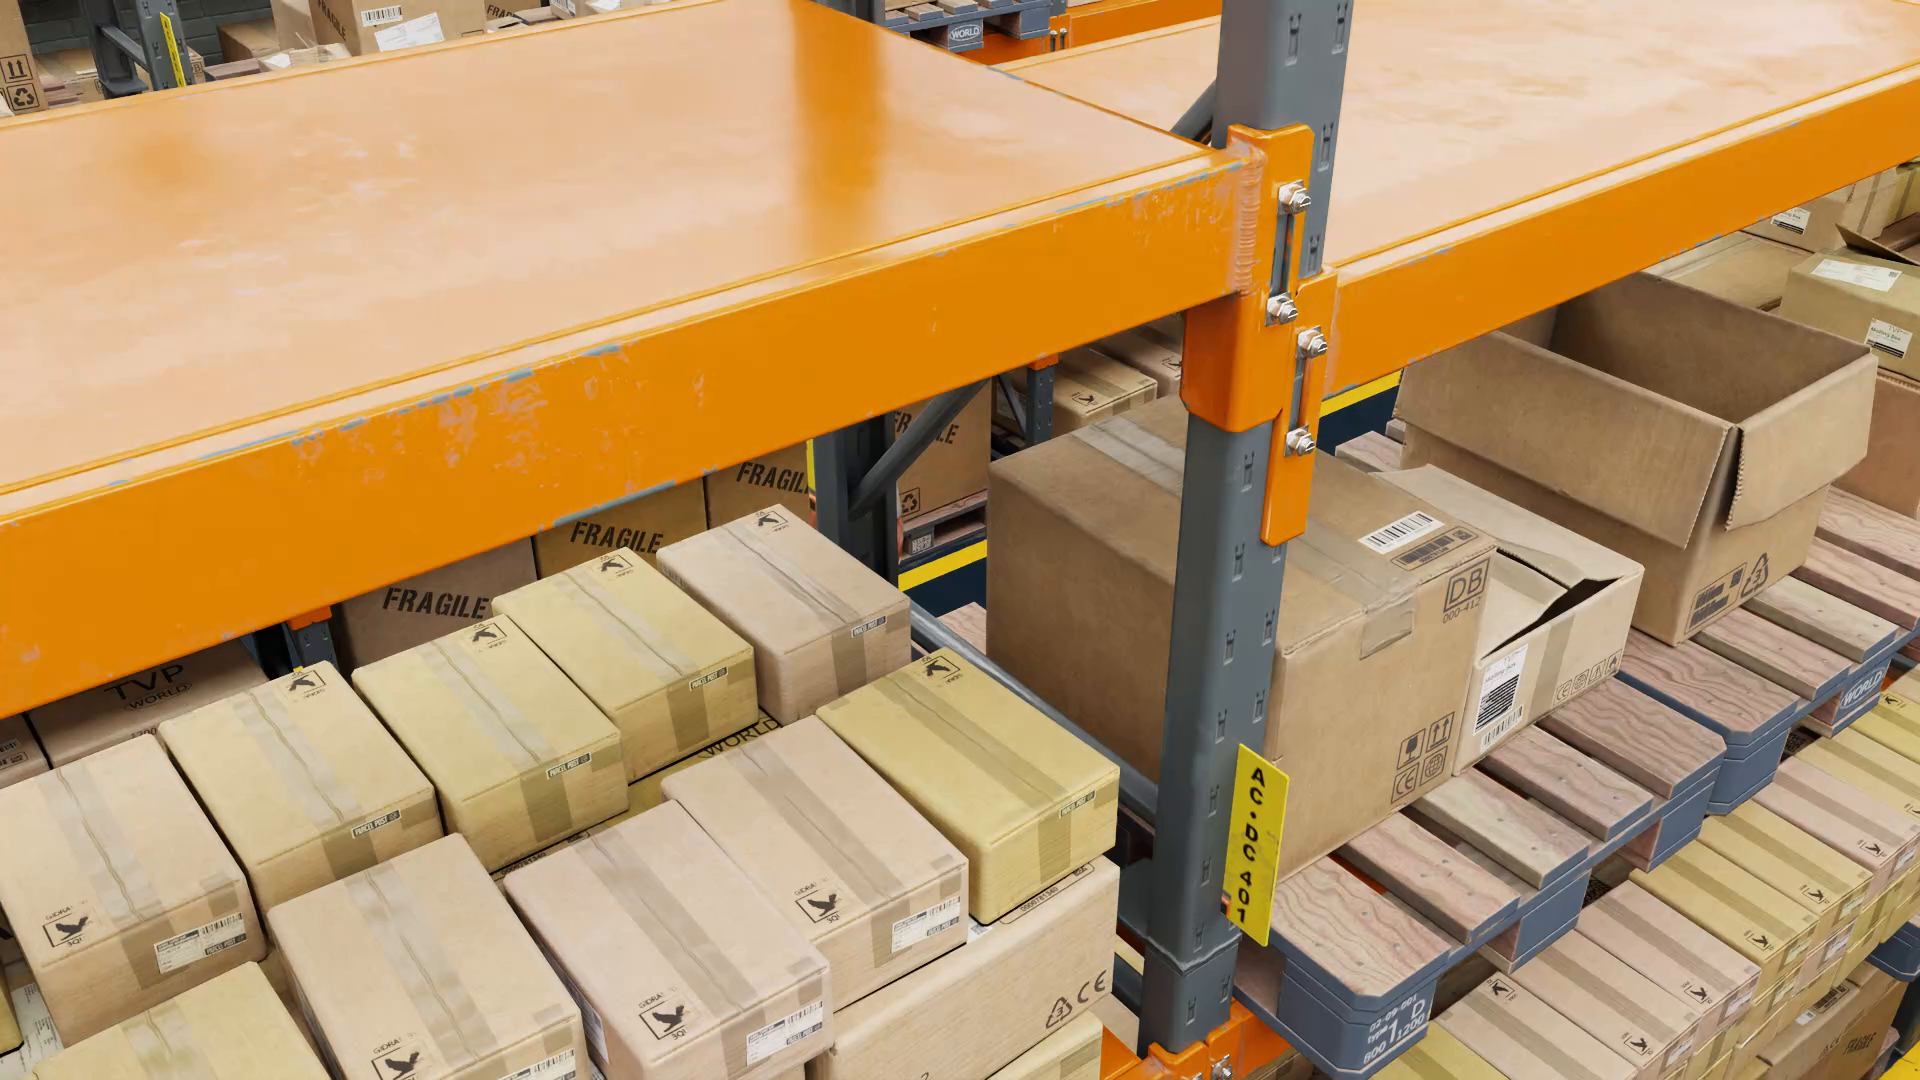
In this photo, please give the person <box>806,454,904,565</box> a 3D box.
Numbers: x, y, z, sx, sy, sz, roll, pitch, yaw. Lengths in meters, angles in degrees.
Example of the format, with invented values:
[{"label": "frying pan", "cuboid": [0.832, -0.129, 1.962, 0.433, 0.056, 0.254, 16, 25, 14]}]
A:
[{"label": "person", "cuboid": [-0.494, 0.094, 7.469, 0.446, 1.780, 0.623, -24, 39, -33]}]
